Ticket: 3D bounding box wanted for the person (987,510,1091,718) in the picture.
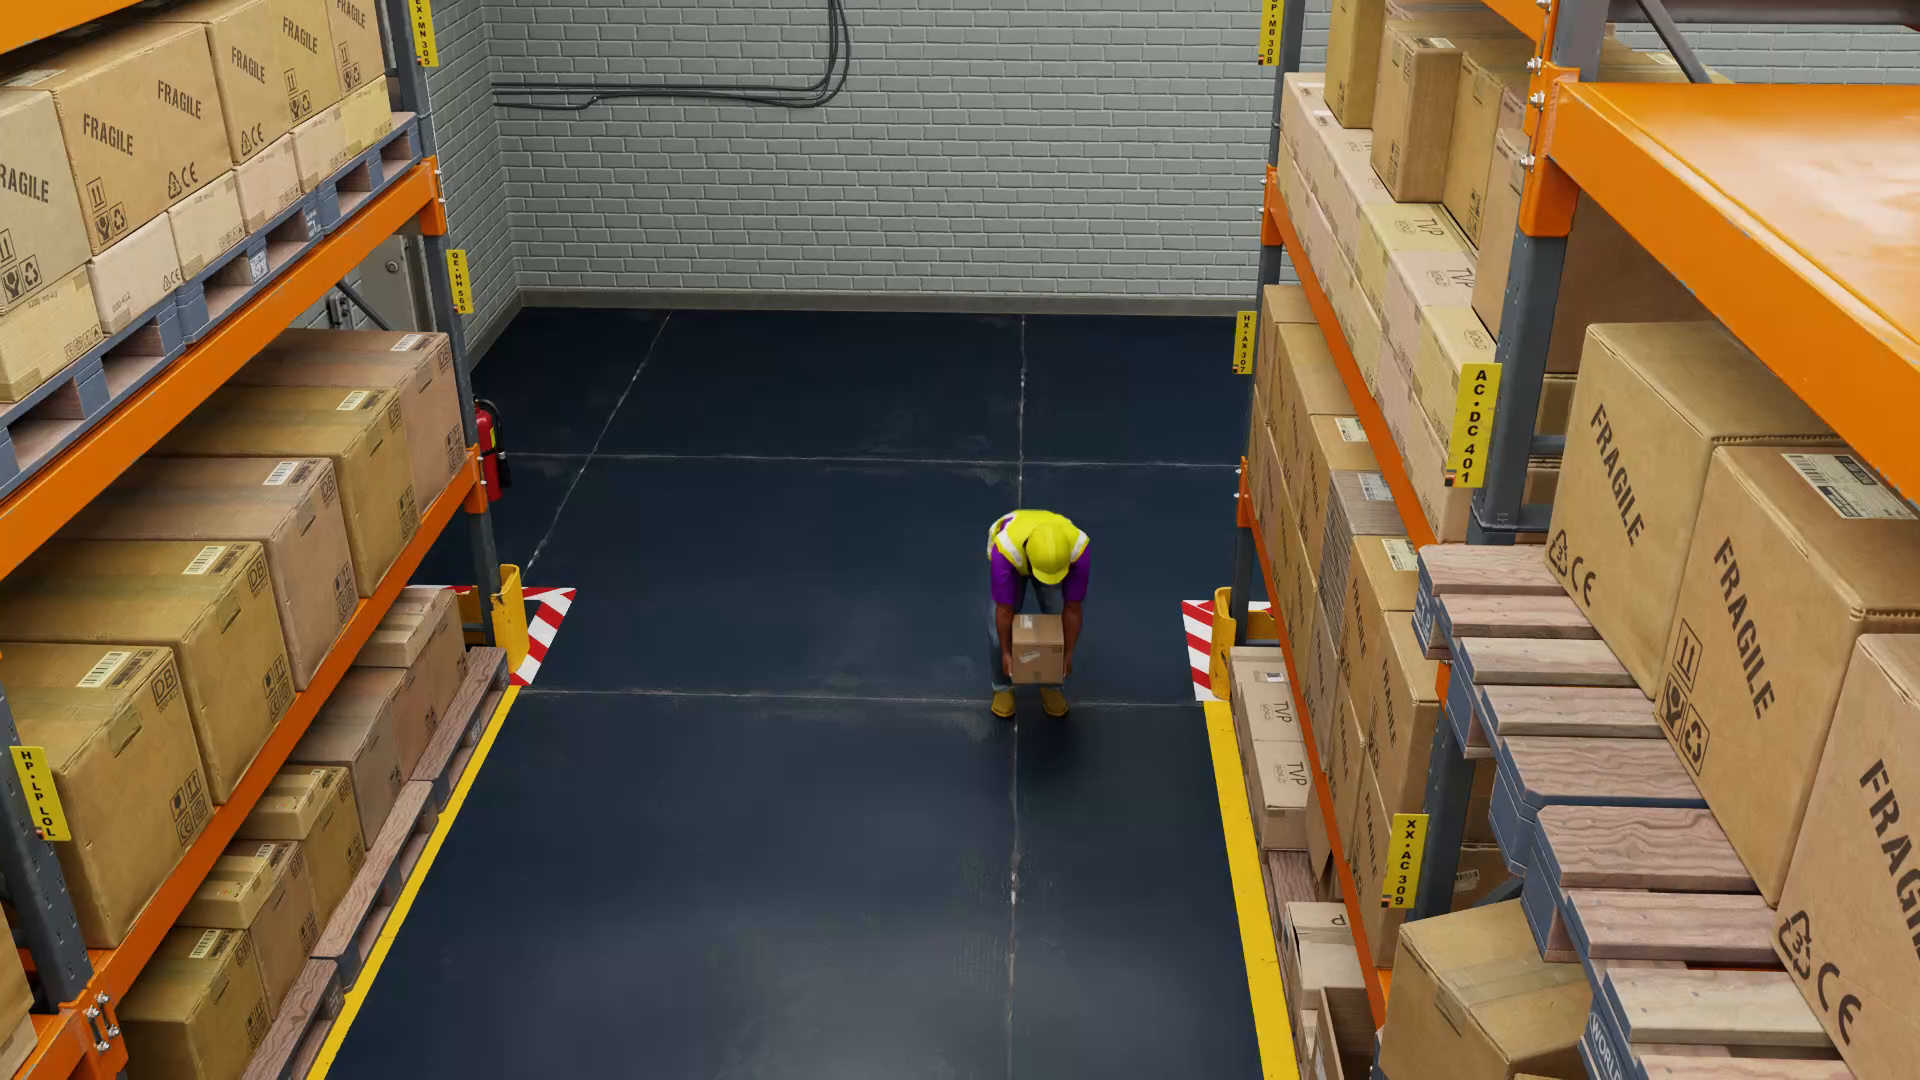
[{"bbox_3d":[0.390,0.367,8.351,0.491,1.342,0.912,-2,28,-4],"label":"person"}]
